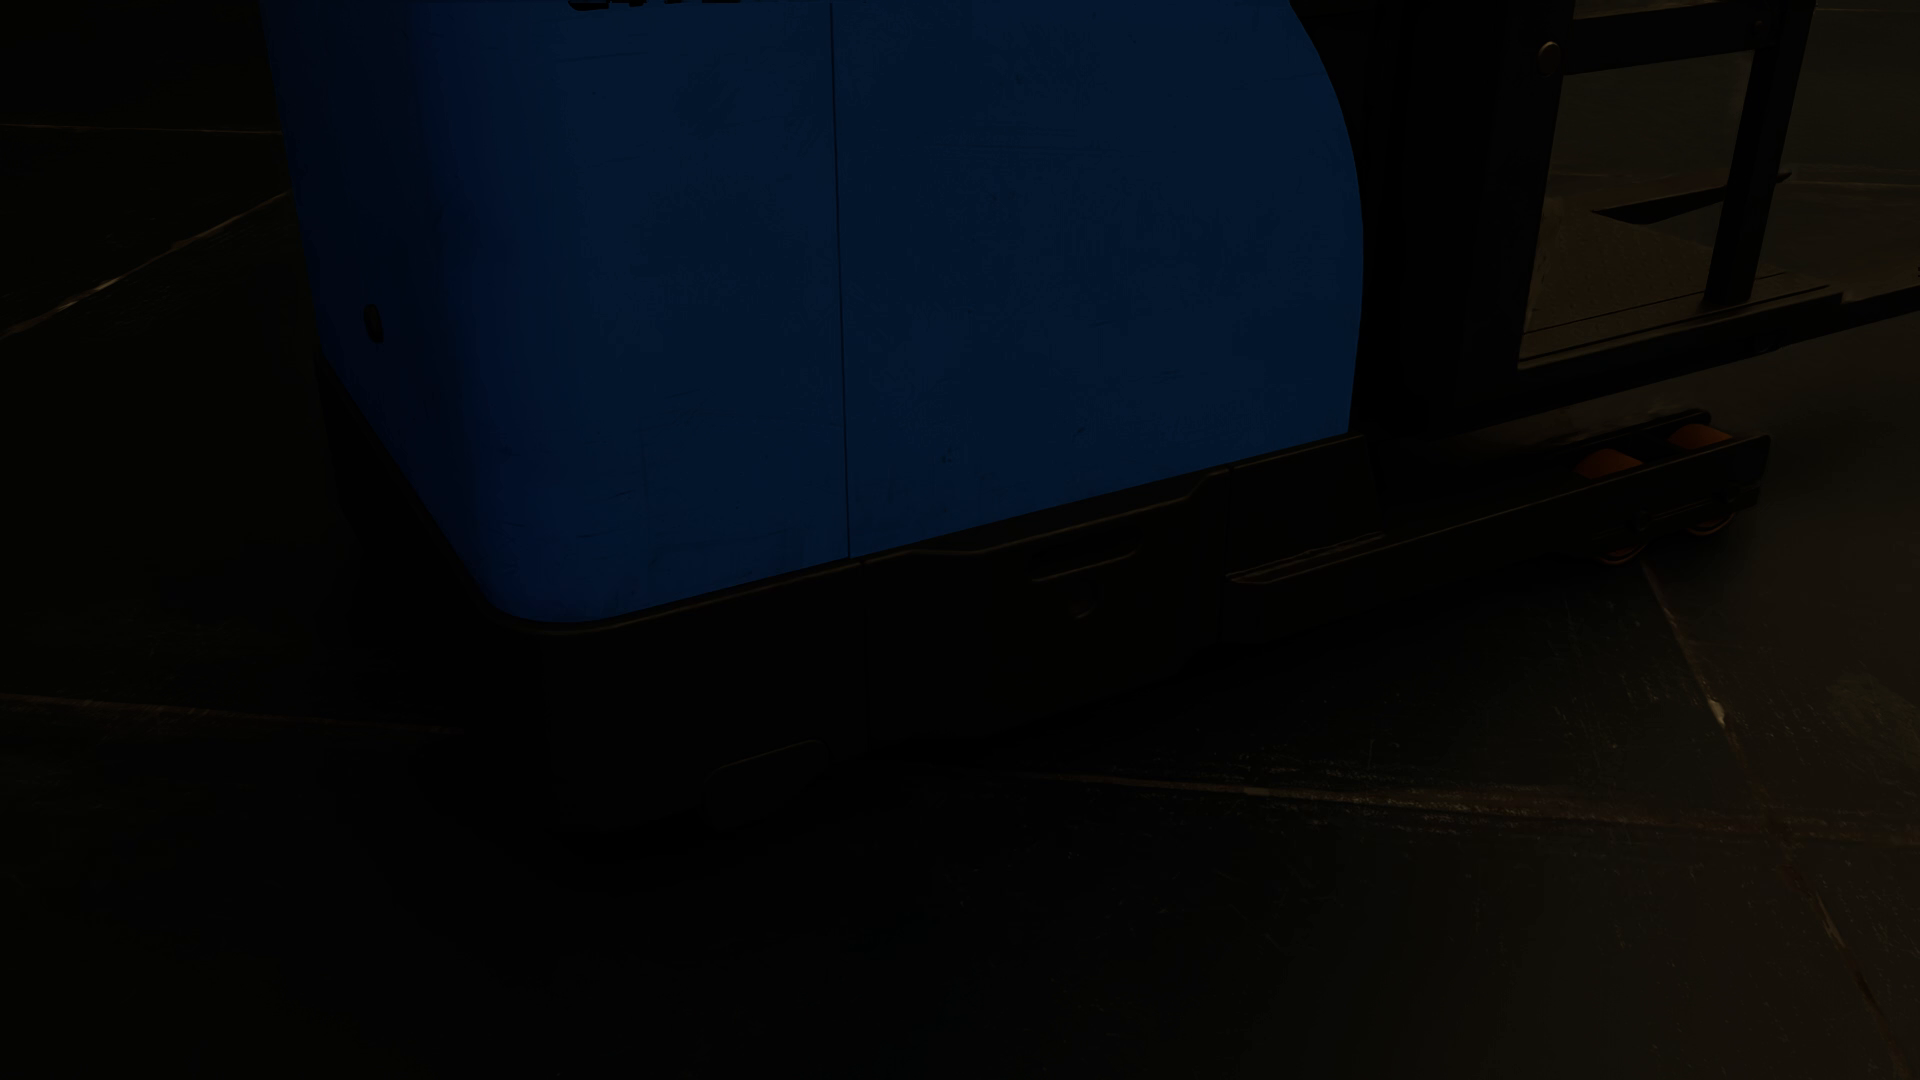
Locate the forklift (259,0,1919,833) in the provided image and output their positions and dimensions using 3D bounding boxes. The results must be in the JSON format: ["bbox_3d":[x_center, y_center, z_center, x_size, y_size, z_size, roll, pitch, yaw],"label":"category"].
[{"bbox_3d":[0.622,-1.464,2.151,3.031,2.935,1.130,-14,30,-26],"label":"forklift"}]
